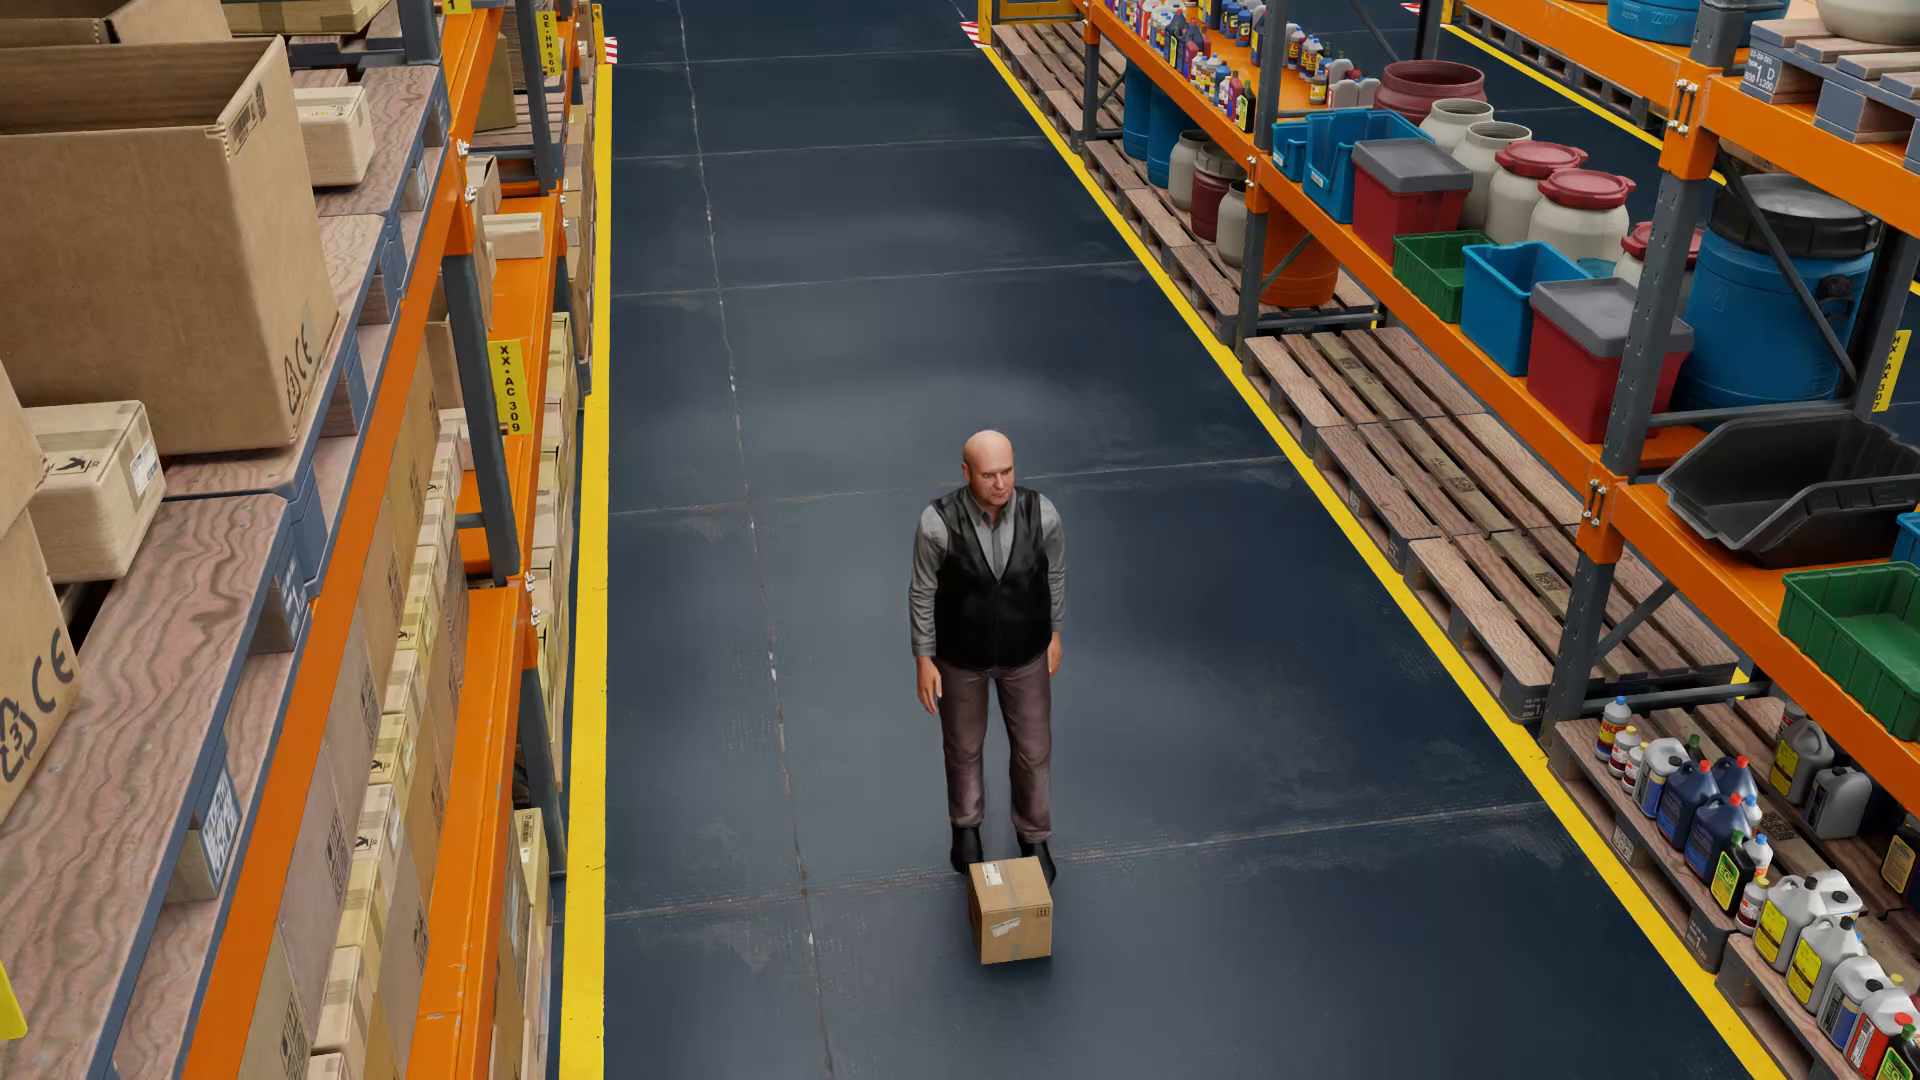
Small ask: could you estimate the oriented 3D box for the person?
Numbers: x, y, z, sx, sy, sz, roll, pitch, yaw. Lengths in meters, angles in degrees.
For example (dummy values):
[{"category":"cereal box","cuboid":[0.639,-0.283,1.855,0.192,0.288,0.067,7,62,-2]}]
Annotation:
[{"category":"person","cuboid":[0.109,0.451,5.899,0.571,1.772,0.466,-4,31,-6]}]
